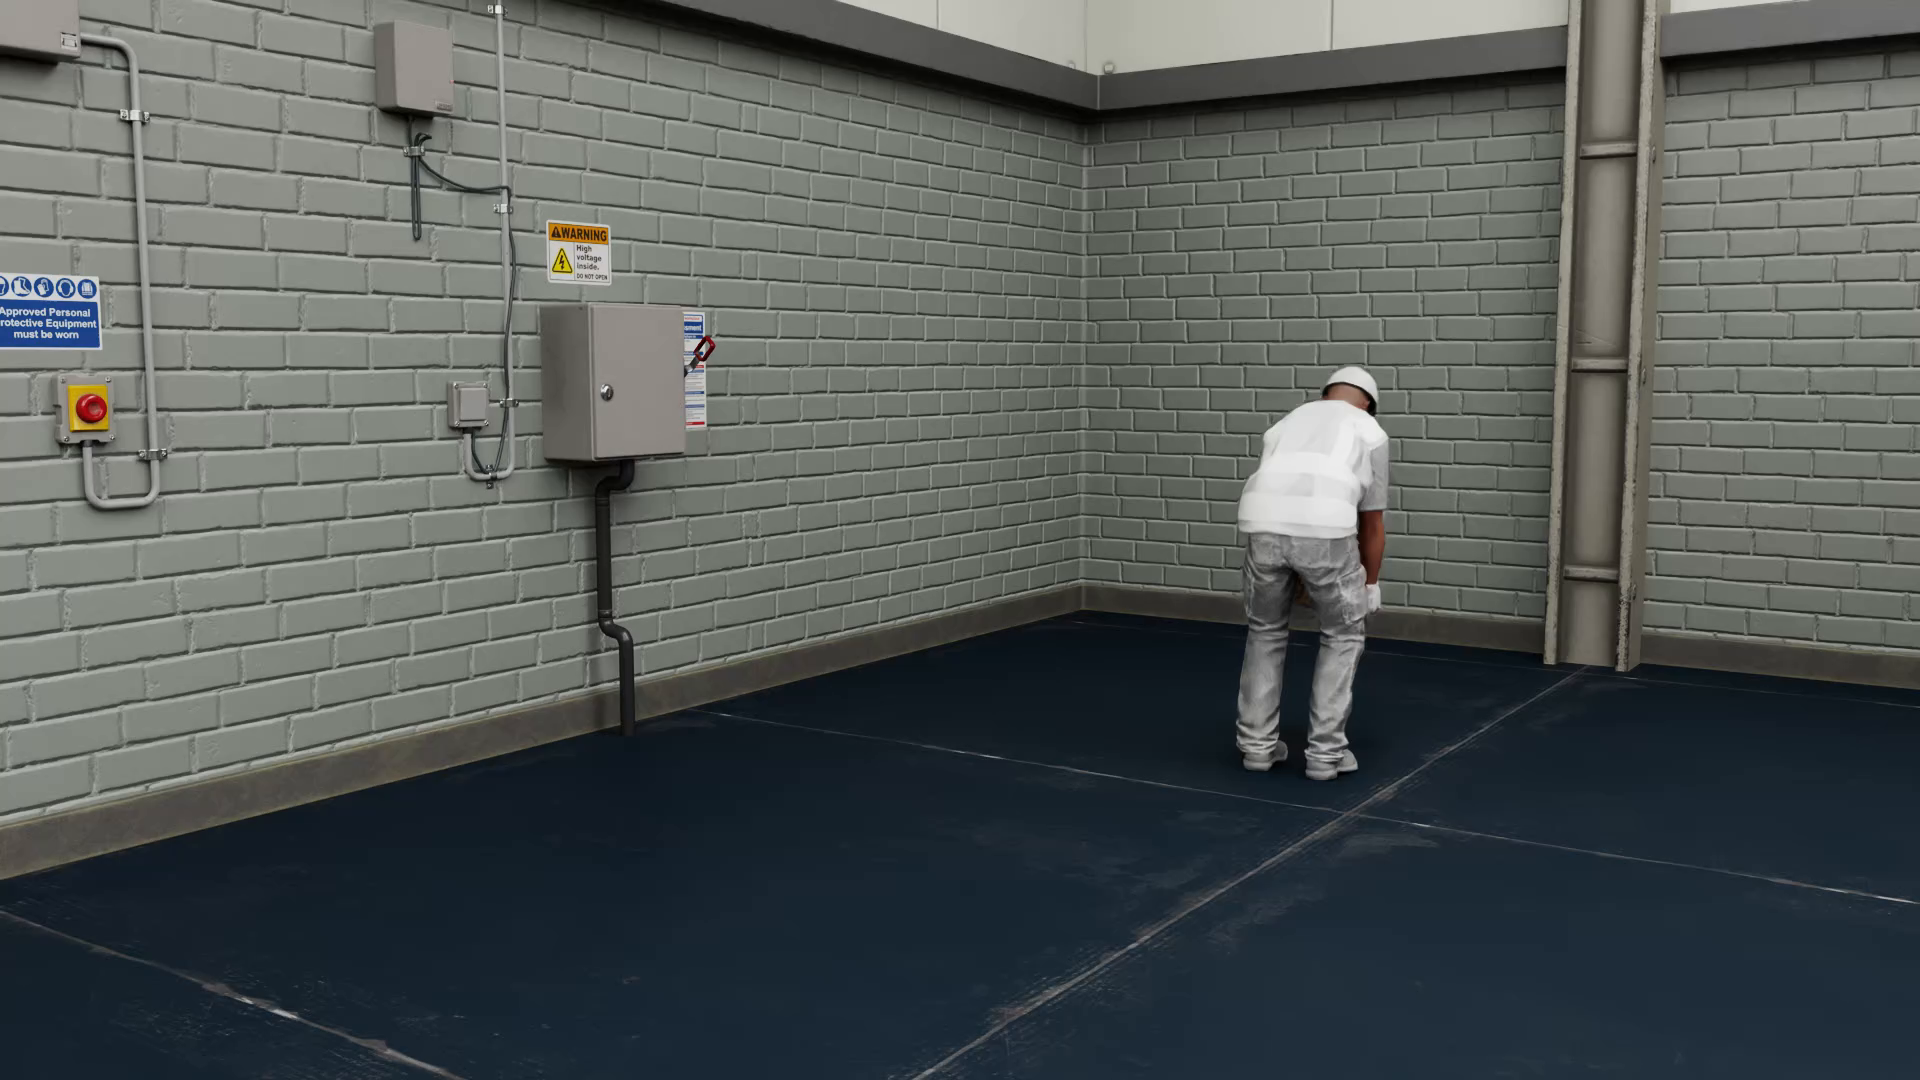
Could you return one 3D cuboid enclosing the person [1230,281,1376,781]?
[{"bbox_3d":[1.273,-0.050,6.104,0.491,1.778,0.587,4,7,33],"label":"person"}]
